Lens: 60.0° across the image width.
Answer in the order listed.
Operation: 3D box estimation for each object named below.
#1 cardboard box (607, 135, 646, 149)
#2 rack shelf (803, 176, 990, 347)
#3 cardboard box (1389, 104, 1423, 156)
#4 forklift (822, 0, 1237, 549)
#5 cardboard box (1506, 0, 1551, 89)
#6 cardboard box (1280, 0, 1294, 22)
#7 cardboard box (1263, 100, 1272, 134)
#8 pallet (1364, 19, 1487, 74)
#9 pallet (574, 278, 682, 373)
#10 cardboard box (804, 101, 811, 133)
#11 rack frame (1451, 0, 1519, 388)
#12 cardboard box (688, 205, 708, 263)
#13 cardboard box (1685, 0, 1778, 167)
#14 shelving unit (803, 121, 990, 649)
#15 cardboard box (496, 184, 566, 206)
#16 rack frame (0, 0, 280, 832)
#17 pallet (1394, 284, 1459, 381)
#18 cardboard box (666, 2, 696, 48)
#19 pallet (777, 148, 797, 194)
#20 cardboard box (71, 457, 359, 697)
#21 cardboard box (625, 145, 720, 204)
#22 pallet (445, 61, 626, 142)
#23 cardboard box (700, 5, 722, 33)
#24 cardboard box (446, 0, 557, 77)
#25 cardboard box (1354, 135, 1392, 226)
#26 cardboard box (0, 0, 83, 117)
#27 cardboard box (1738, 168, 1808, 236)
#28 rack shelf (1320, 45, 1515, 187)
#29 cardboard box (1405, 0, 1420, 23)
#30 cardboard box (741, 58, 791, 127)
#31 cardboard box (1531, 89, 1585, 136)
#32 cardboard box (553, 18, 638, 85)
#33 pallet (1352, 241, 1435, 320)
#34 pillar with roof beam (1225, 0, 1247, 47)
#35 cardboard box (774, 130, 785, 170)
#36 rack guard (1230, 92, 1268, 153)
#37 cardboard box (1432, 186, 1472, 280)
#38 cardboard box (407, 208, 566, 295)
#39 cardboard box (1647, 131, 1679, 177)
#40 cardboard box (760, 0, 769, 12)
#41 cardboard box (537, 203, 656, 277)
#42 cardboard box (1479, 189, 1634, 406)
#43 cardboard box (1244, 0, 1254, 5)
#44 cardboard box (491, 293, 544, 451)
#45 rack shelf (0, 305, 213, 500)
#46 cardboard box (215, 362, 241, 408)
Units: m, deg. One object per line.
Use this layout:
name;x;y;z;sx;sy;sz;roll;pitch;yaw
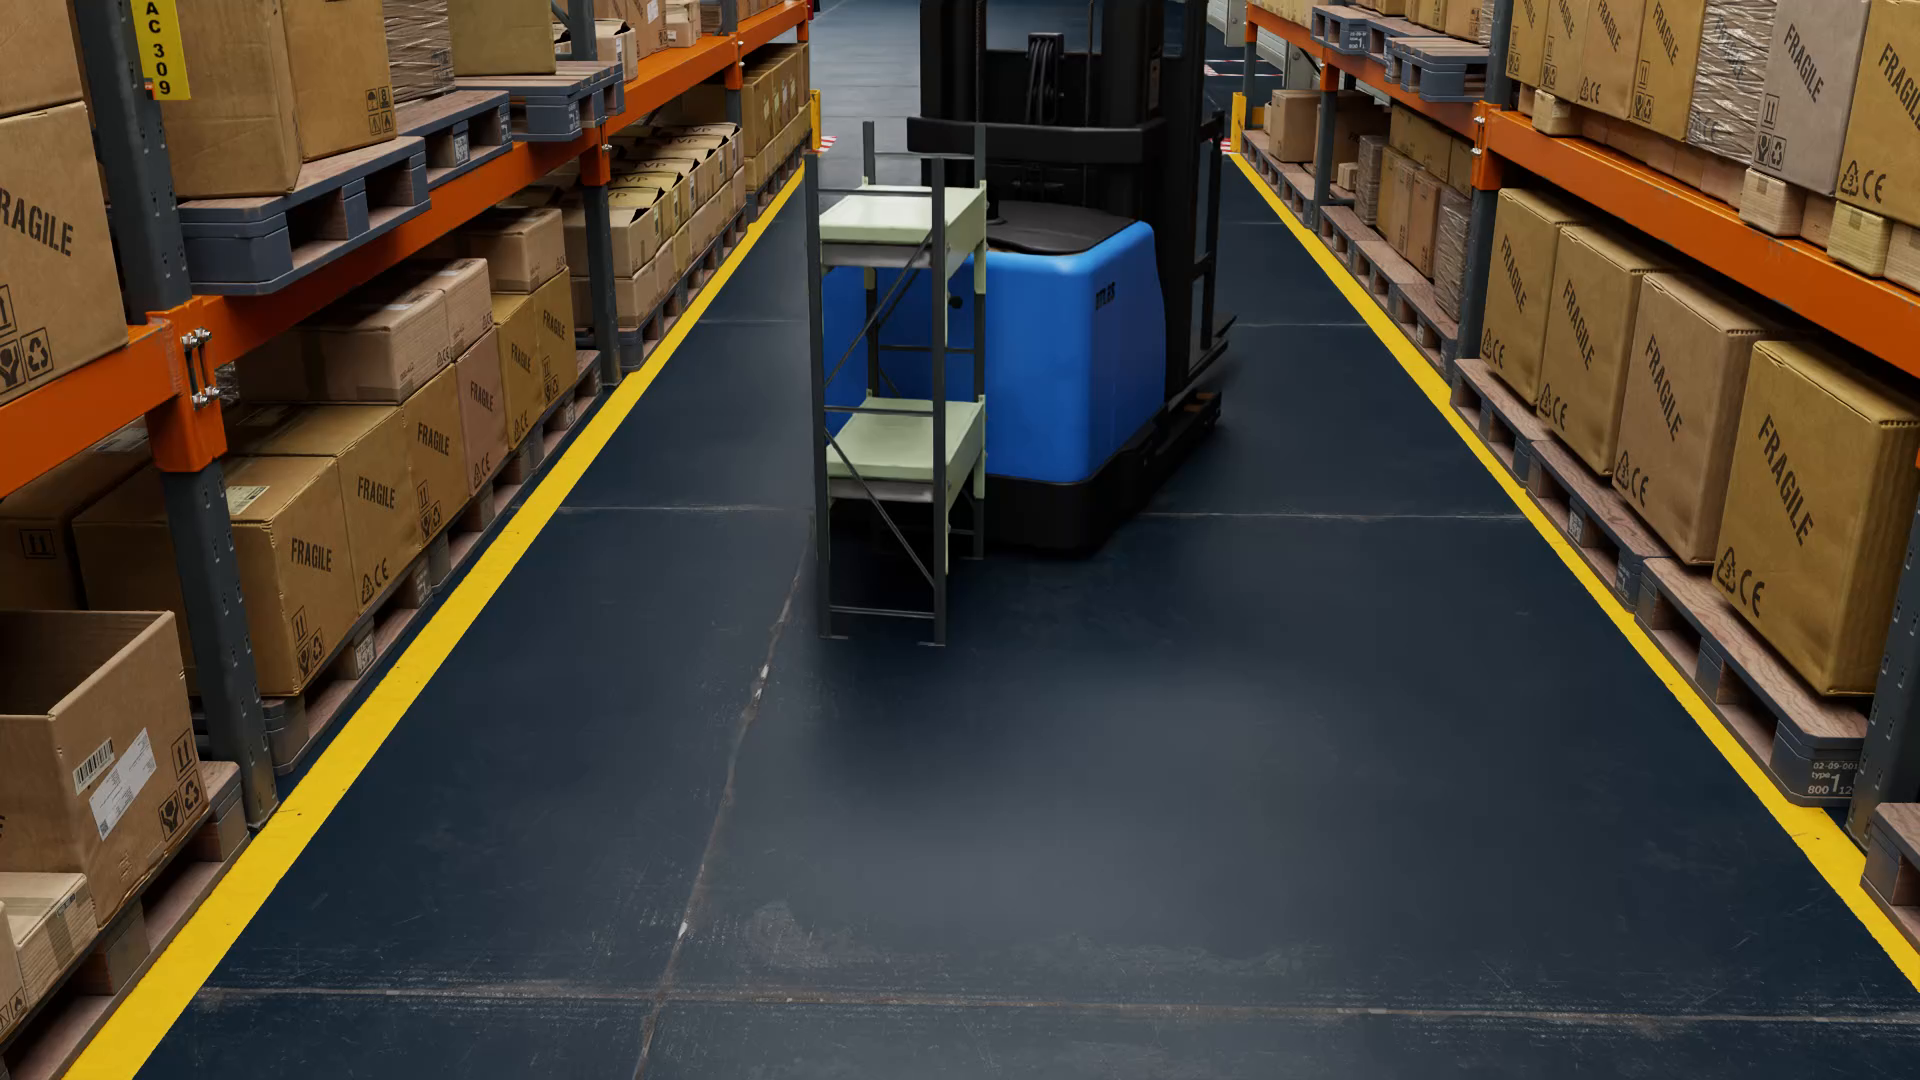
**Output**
cardboard box;-2.284;-2.438;10.610;0.500;0.311;0.500;0;21;1
rack shelf;-0.178;-0.872;5.125;0.431;0.370;0.720;4;22;9
cardboard box;2.933;-2.500;10.137;0.500;0.250;0.500;0;21;0
forklift;0.501;-1.833;6.701;1.130;2.935;3.031;8;23;21
cardboard box;2.557;-2.112;6.749;0.500;0.500;0.500;1;21;3
cardboard box;2.684;-4.013;12.404;0.500;0.250;0.500;1;21;1
cardboard box;2.960;-3.685;14.489;0.500;0.311;0.500;-2;21;-4
pallet;2.847;-2.717;9.150;1.003;0.211;1.213;1;21;2
pallet;-2.060;-1.141;8.677;1.003;0.211;1.213;1;21;2
cardboard box;-1.602;-3.753;14.775;0.500;0.250;0.500;1;21;2
rack frame;2.828;-2.090;7.270;1.000;3.000;0.127;1;21;2
cardboard box;-1.774;-1.799;9.739;0.500;0.250;0.500;1;21;3
cardboard box;2.497;-1.375;4.848;0.500;0.500;0.500;1;21;2
shelving unit;-0.178;-0.508;5.266;0.431;1.500;0.755;4;22;9
cardboard box;-2.345;-1.699;8.706;0.500;0.311;0.500;0;21;1
rack frame;-2.246;-0.697;3.679;1.000;3.000;0.127;1;21;2
pallet;2.853;-1.073;8.502;1.003;0.211;1.213;1;21;2
cardboard box;-1.846;-3.207;10.334;0.396;0.266;0.258;0;21;0
pallet;-1.902;-3.019;13.518;1.003;0.211;1.213;1;21;2
cardboard box;-1.987;0.091;4.496;0.500;0.500;0.500;0;21;-1
cardboard box;-1.755;-2.247;10.119;0.500;0.311;0.500;1;21;1
pallet;-2.074;-1.808;6.808;1.213;0.211;1.003;1;21;2
cardboard box;-1.995;-3.797;11.530;0.700;0.500;0.500;0;21;0
cardboard box;-2.030;-2.157;6.723;0.700;0.500;0.500;-7;22;-16
cardboard box;2.943;-2.310;10.683;0.700;0.500;0.500;1;21;3
cardboard box;-2.002;-1.024;3.002;0.500;0.500;0.500;1;21;2
cardboard box;2.419;-0.943;4.631;0.380;0.149;0.250;1;21;2
rack shelf;2.888;-2.478;9.264;1.077;0.370;4.000;1;21;2
cardboard box;2.887;-3.164;9.291;0.700;0.500;0.500;4;21;9
cardboard box;-1.632;-3.560;13.241;0.500;0.500;0.500;1;21;2
cardboard box;2.477;-1.680;6.531;0.380;0.149;0.250;1;21;3
cardboard box;-1.903;-2.423;8.251;0.500;0.311;0.500;0;21;1
pallet;2.893;-1.513;9.636;1.003;0.211;1.213;1;21;2
pillar with roof beam;-0.024;-11.903;24.267;9.100;9.000;0.400;1;21;2
cardboard box;-1.645;-3.029;12.911;0.500;0.250;0.500;1;21;2
rack guard;3.069;-3.790;15.106;1.175;0.500;0.348;1;21;2
cardboard box;2.929;-1.576;8.791;0.700;0.500;0.500;1;21;2
cardboard box;-1.915;-1.172;6.713;0.500;0.250;0.500;1;21;4
cardboard box;2.550;-1.311;5.582;0.380;0.149;0.250;1;21;2
cardboard box;-1.940;-4.545;13.457;0.700;0.500;0.500;1;21;2
cardboard box;-1.815;-1.505;8.206;0.500;0.311;0.500;1;21;3
cardboard box;2.674;-1.020;6.901;0.750;0.750;0.750;0;21;1
cardboard box;2.739;-4.749;14.302;0.500;0.250;0.500;0;21;0
cardboard box;-1.934;-0.655;6.419;0.500;0.500;0.500;0;21;0
rack shelf;-2.306;0.361;1.946;1.077;0.370;4.000;1;21;2
cardboard box;-2.478;-0.279;5.448;0.500;0.500;0.500;1;21;2
